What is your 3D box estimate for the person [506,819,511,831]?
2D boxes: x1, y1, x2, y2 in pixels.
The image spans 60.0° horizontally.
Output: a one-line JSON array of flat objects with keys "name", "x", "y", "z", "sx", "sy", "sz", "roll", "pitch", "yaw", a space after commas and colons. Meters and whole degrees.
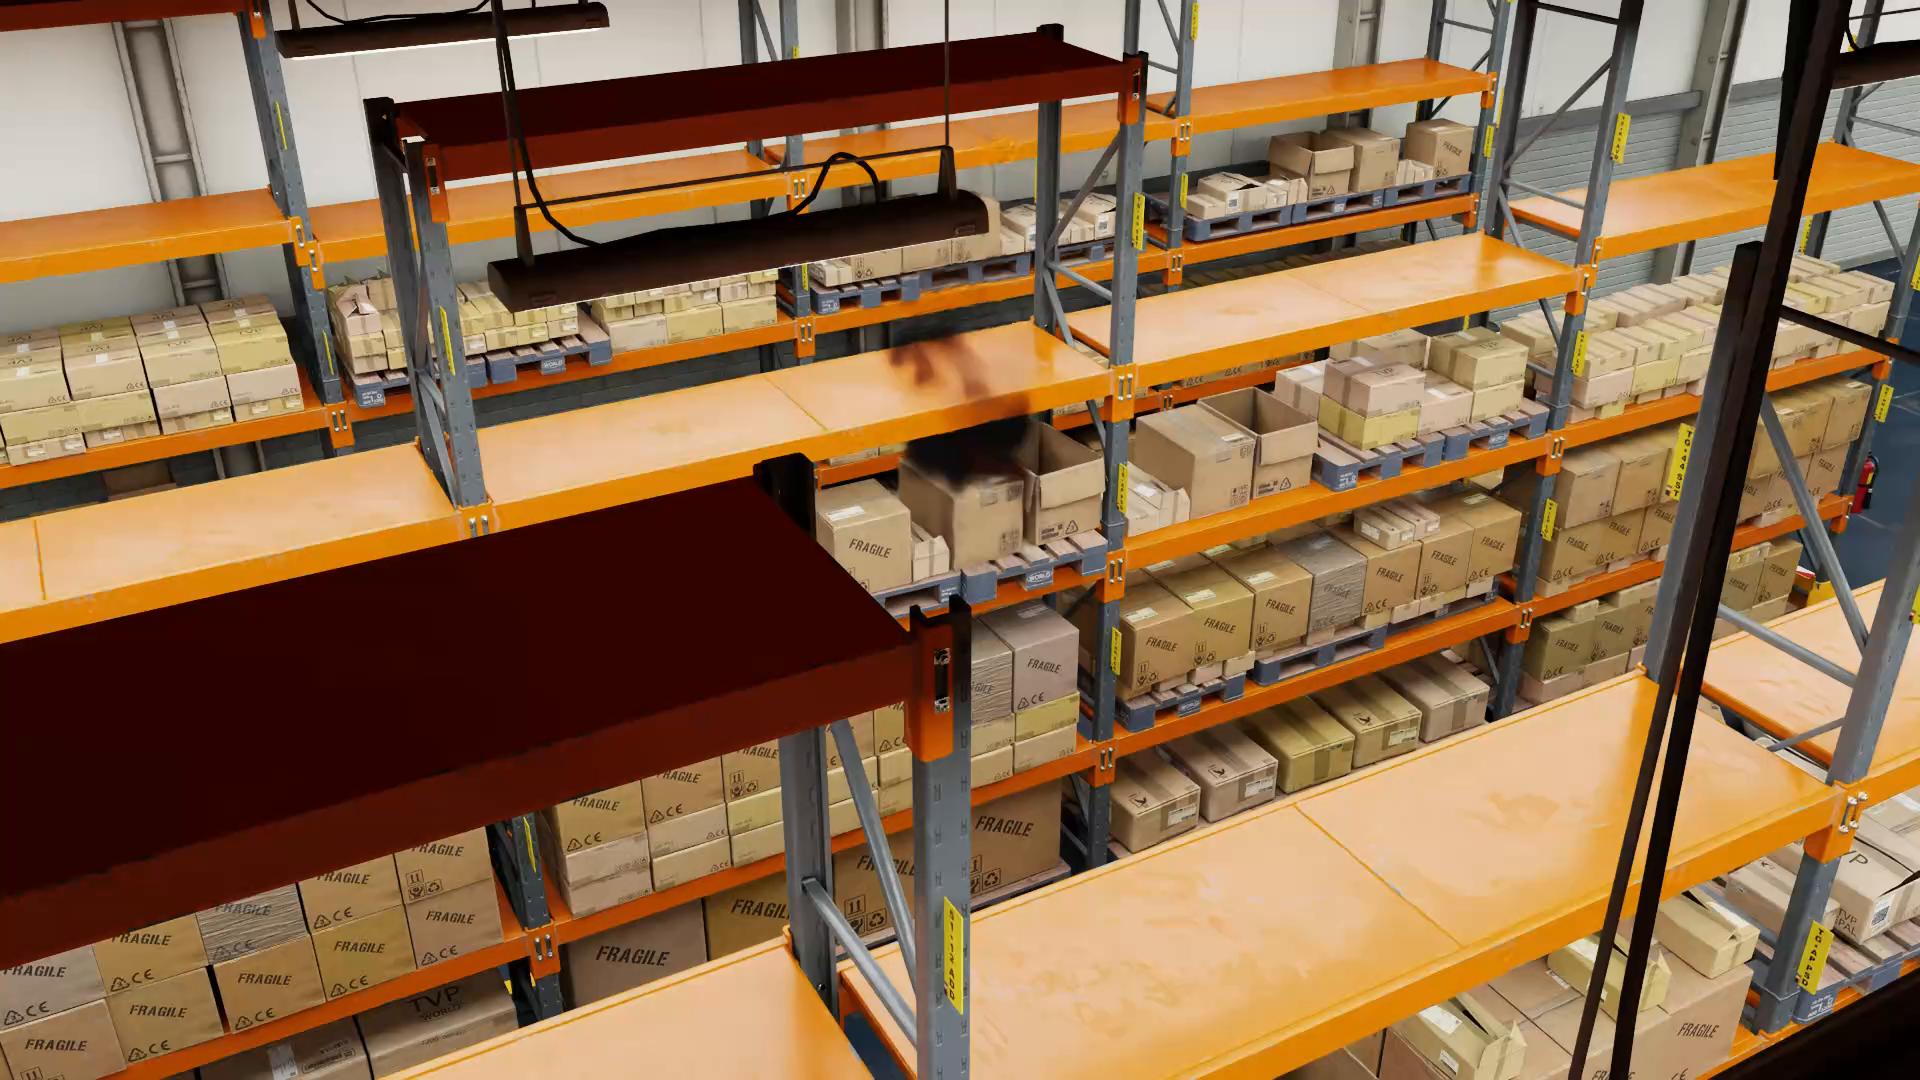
[{"name": "person", "x": -3.615, "y": 1.553, "z": 12.302, "sx": 0.524, "sy": 1.652, "sz": 0.599, "roll": -17, "pitch": 32, "yaw": -29}]
